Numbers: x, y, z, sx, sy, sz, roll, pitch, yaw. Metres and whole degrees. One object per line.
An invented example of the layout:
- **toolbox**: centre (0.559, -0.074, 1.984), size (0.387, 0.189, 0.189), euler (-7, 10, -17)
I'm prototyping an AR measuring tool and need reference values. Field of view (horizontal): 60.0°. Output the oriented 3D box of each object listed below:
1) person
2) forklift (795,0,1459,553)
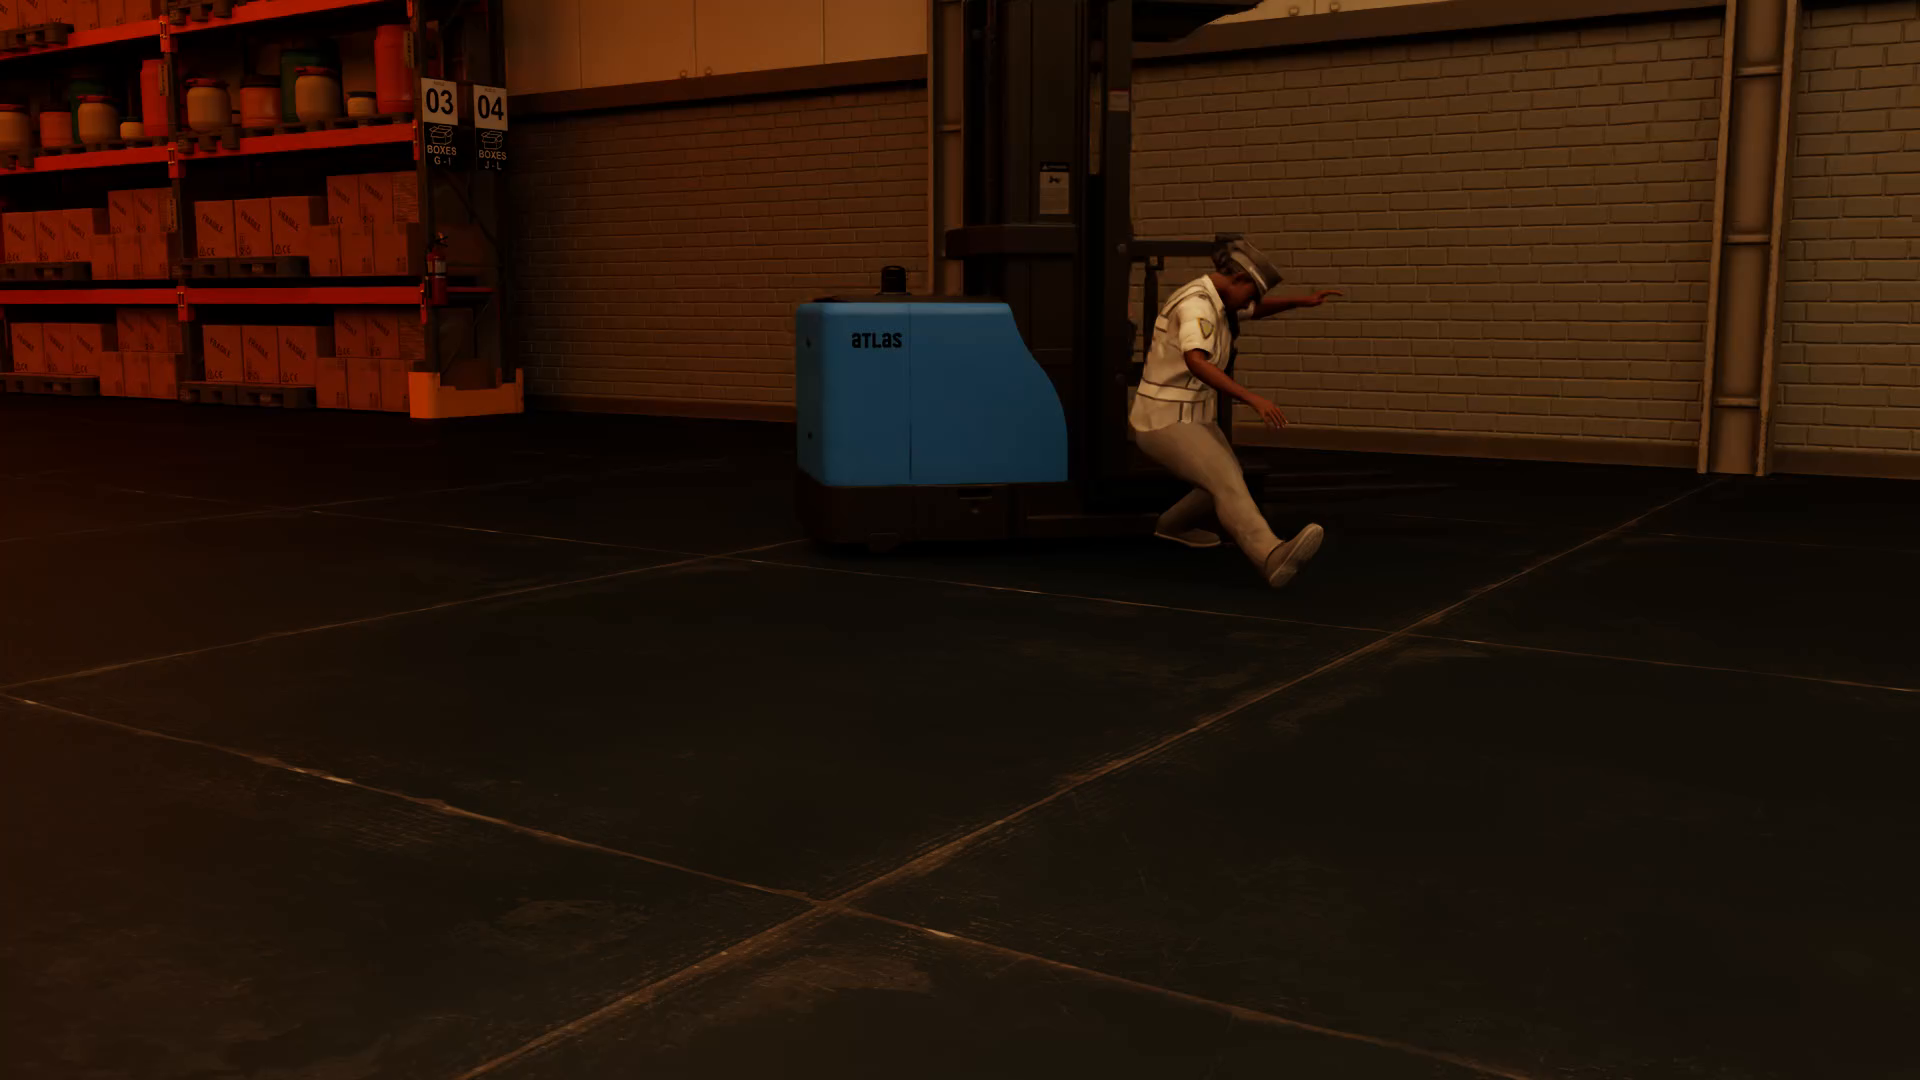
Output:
- **person**: centre (1.078, -0.526, 6.540), size (1.009, 1.291, 1.120), euler (4, 9, 27)
- **forklift**: centre (0.793, -1.480, 7.601), size (3.031, 2.935, 1.130), euler (-2, 8, -13)
